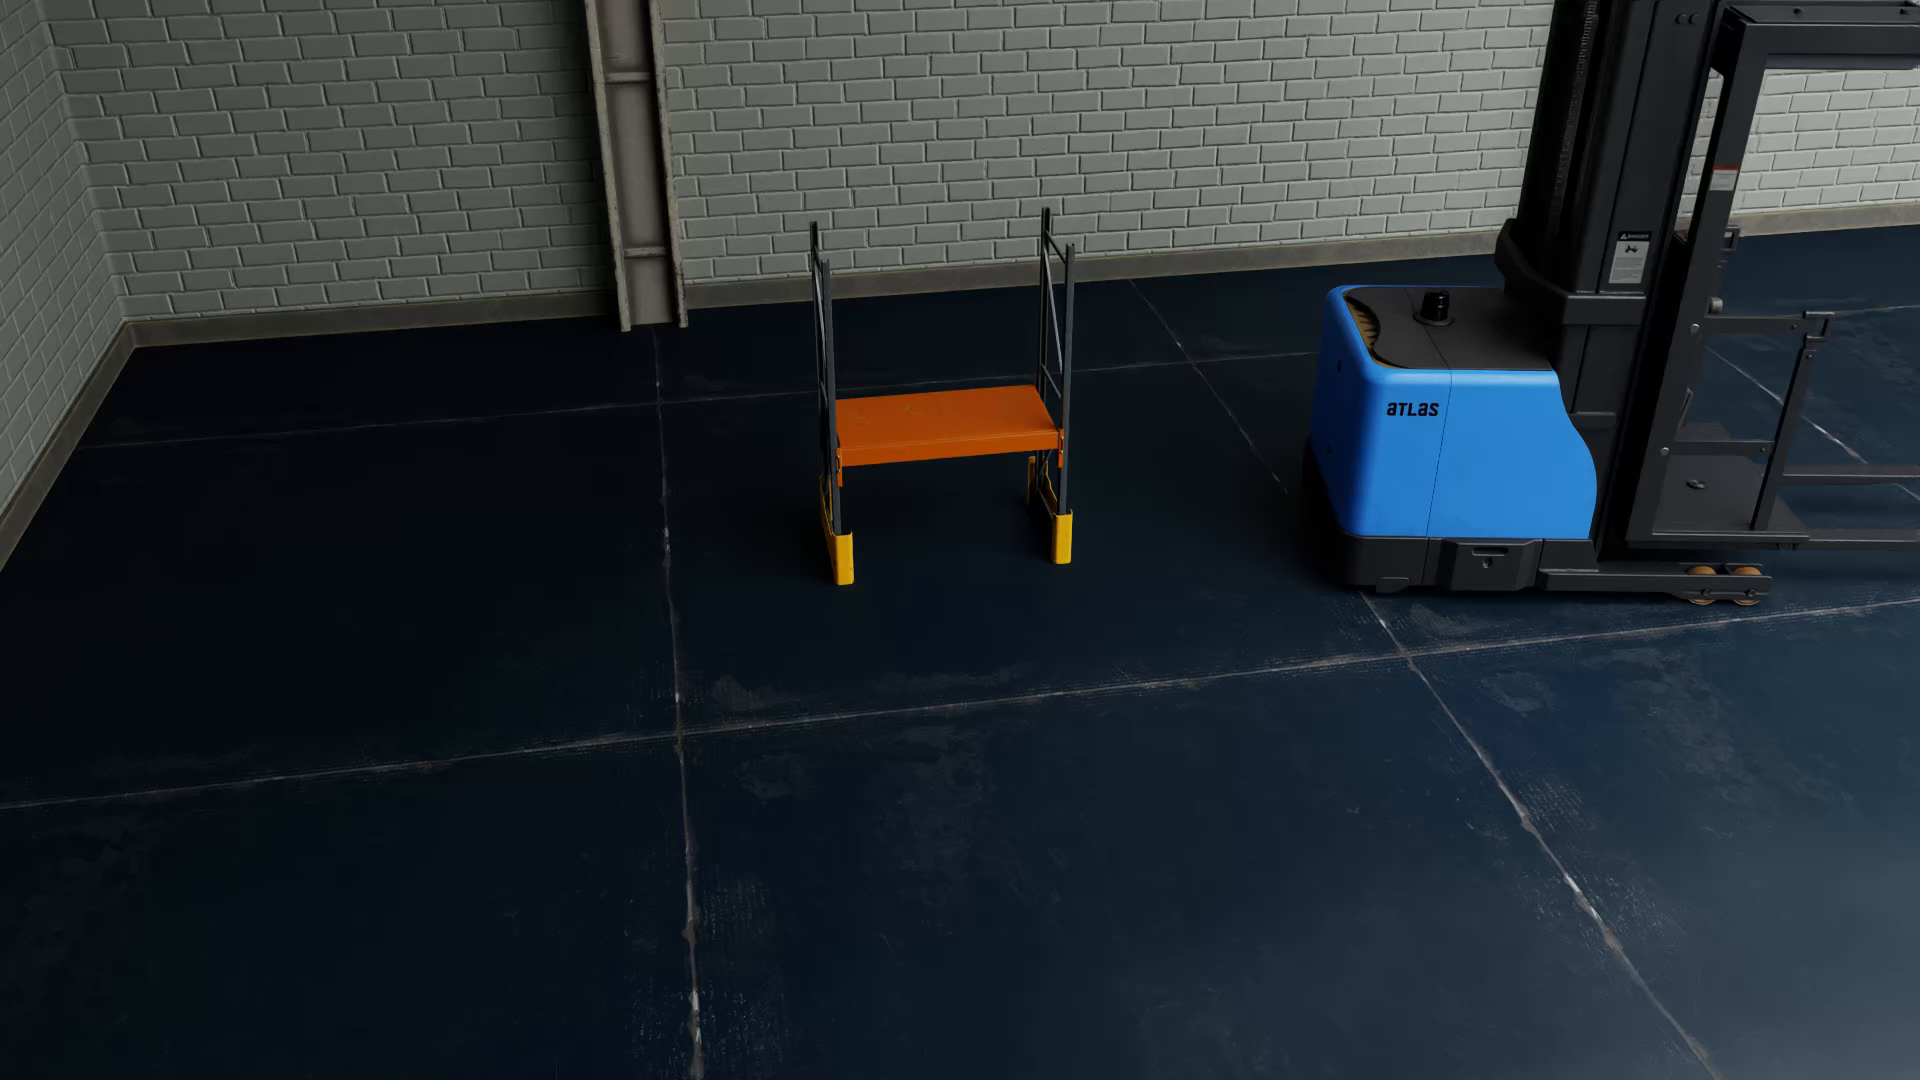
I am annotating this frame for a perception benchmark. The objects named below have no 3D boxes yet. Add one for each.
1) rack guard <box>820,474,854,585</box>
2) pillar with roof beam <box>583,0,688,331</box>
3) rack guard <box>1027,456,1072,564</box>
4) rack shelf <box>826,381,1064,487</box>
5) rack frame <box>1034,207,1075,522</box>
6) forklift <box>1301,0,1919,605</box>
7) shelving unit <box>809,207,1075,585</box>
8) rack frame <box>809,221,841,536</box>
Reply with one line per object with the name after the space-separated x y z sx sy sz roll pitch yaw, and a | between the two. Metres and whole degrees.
-0.565 -0.055 7.597 0.087 0.250 0.587 -5 31 -9 | rack guard
-1.067 -3.063 4.080 0.400 9.000 9.100 -5 31 -9 | pillar with roof beam
0.415 -0.146 7.752 0.087 0.250 0.587 -5 31 -9 | rack guard
-0.084 -0.484 7.448 1.000 0.185 0.538 -5 31 -9 | rack shelf
0.416 -0.685 7.436 0.032 1.500 0.500 -5 31 -9 | rack frame
3.164 -1.252 6.988 3.031 2.935 1.130 1 30 1 | forklift
-0.075 -0.640 7.358 1.083 1.500 0.587 -5 31 -9 | shelving unit
-0.584 -0.592 7.278 0.032 1.500 0.500 -5 31 -9 | rack frame
